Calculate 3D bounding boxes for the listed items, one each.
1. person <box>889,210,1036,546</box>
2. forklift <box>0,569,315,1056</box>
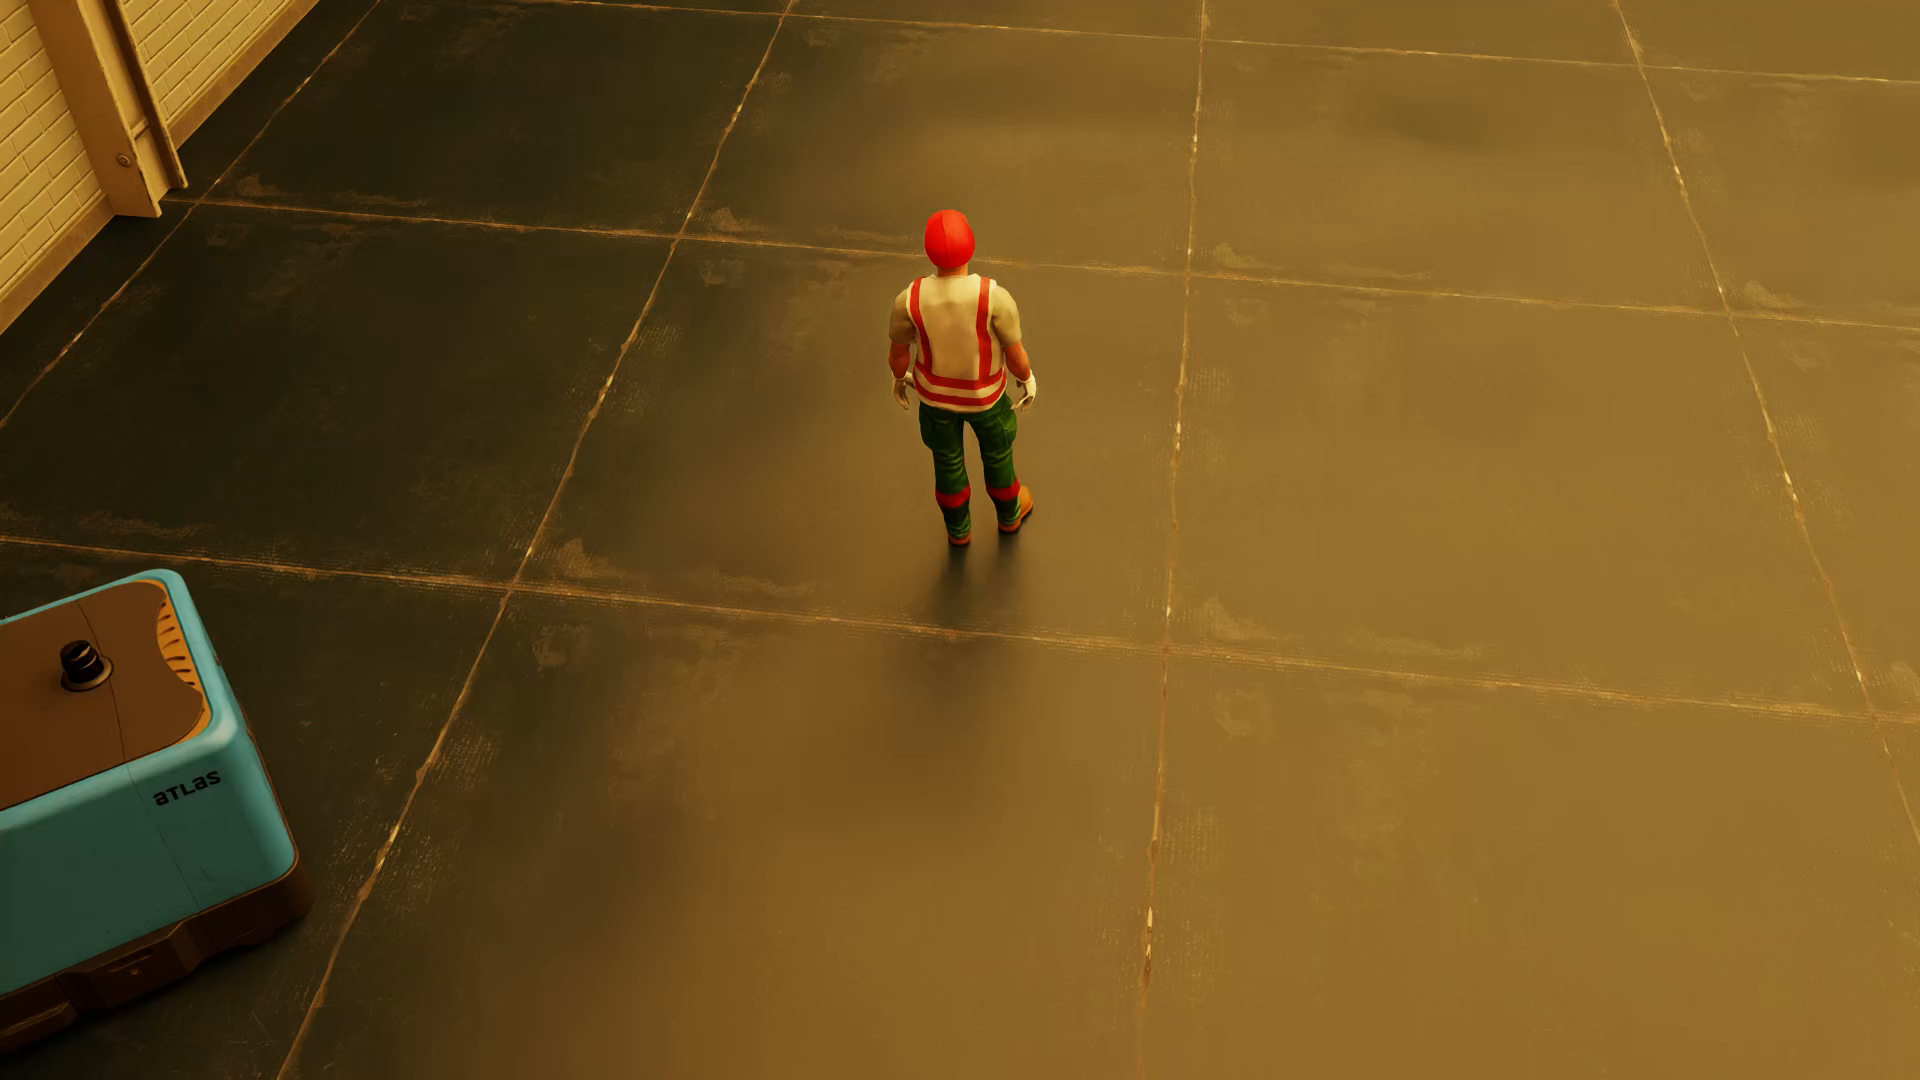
[{"bbox_3d":[0.023,-0.717,7.338,0.637,1.787,0.564,5,43,6],"label":"person"},{"bbox_3d":[-3.973,0.590,5.082,3.031,2.935,1.130,-22,47,-22],"label":"forklift"}]
